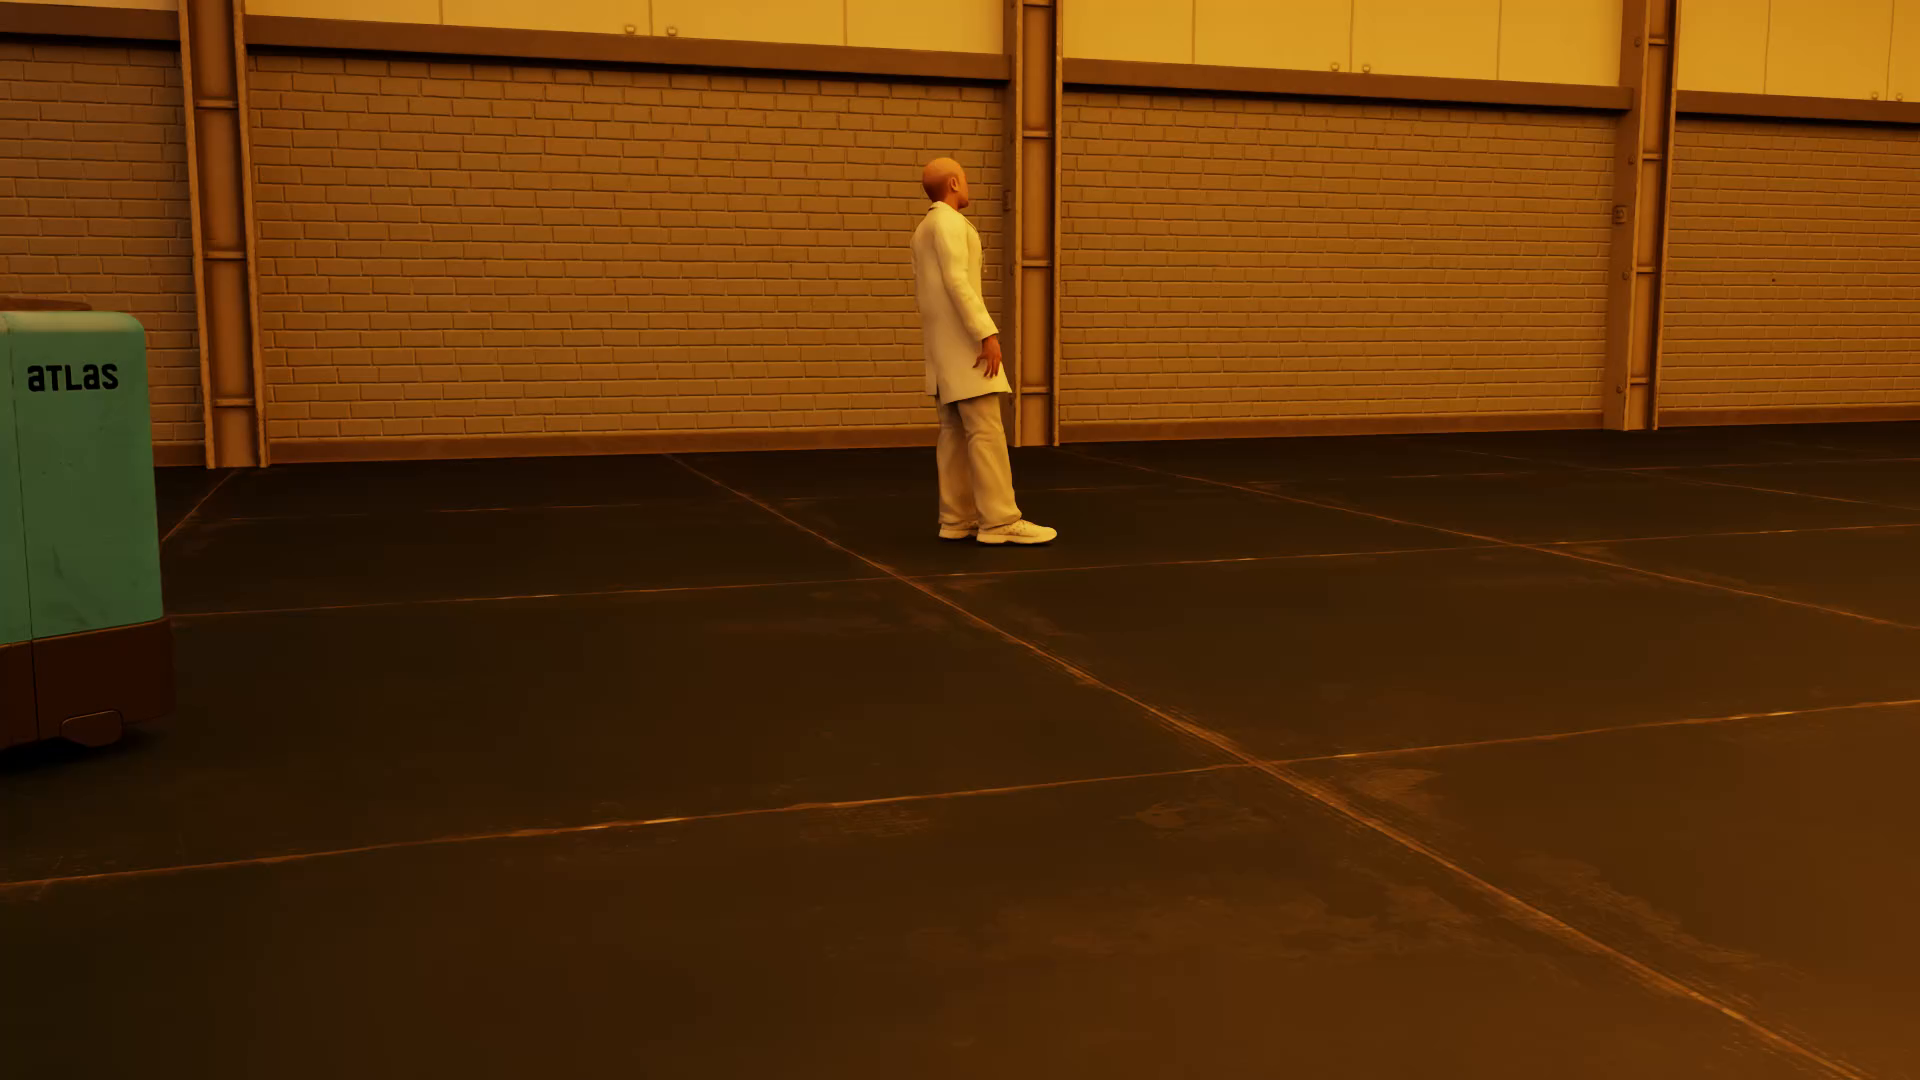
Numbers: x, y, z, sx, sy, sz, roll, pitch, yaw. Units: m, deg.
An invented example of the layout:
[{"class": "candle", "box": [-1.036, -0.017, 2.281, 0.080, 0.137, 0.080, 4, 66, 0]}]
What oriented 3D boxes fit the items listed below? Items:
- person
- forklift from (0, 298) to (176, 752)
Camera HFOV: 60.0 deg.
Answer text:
[{"class": "person", "box": [0.087, -0.891, 7.827, 0.581, 1.776, 0.696, -3, 8, -18]}, {"class": "forklift", "box": [-3.251, -0.824, 3.106, 1.130, 2.935, 3.031, 6, 9, 35]}]
